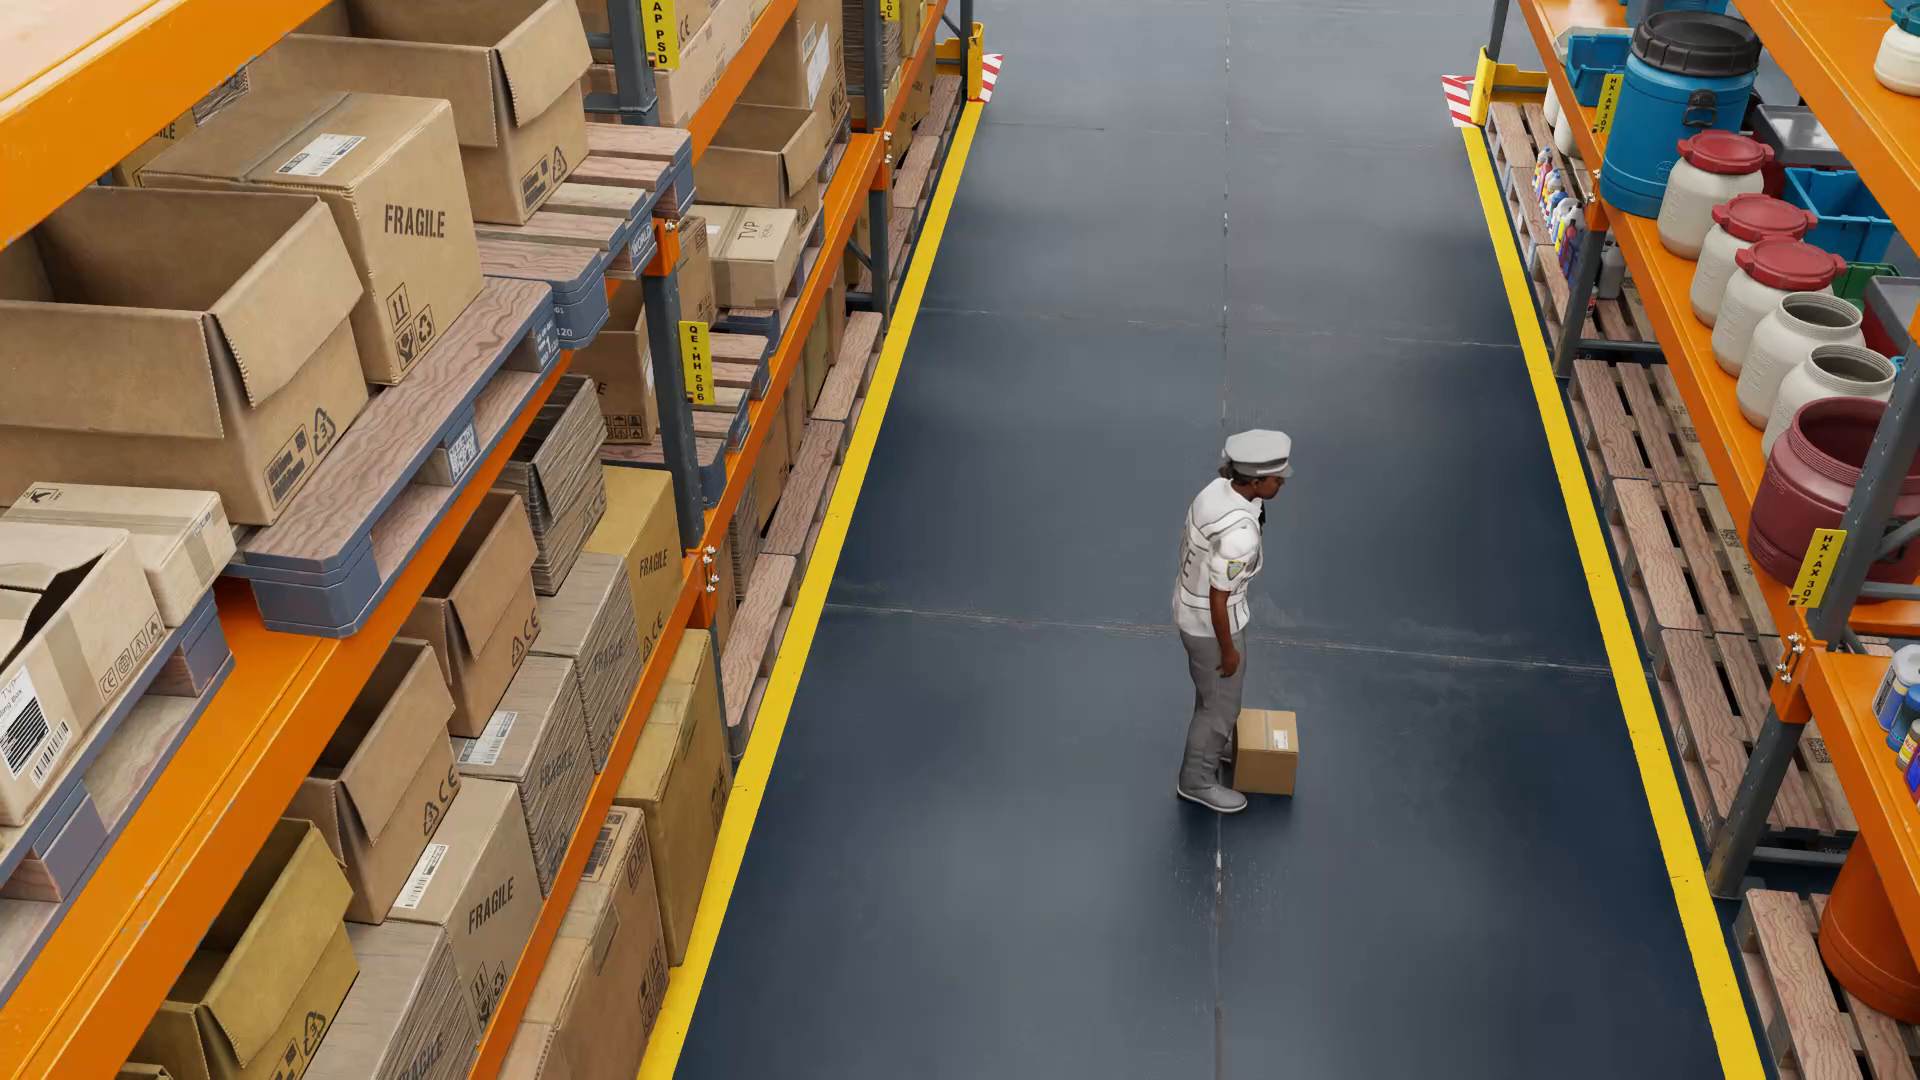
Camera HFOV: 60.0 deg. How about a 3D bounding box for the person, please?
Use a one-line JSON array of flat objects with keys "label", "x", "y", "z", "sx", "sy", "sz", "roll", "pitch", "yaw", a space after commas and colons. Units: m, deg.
[{"label": "person", "x": 1.059, "y": 0.316, "z": 6.612, "sx": 0.427, "sy": 1.656, "sz": 0.518, "roll": 3, "pitch": 36, "yaw": 4}]
